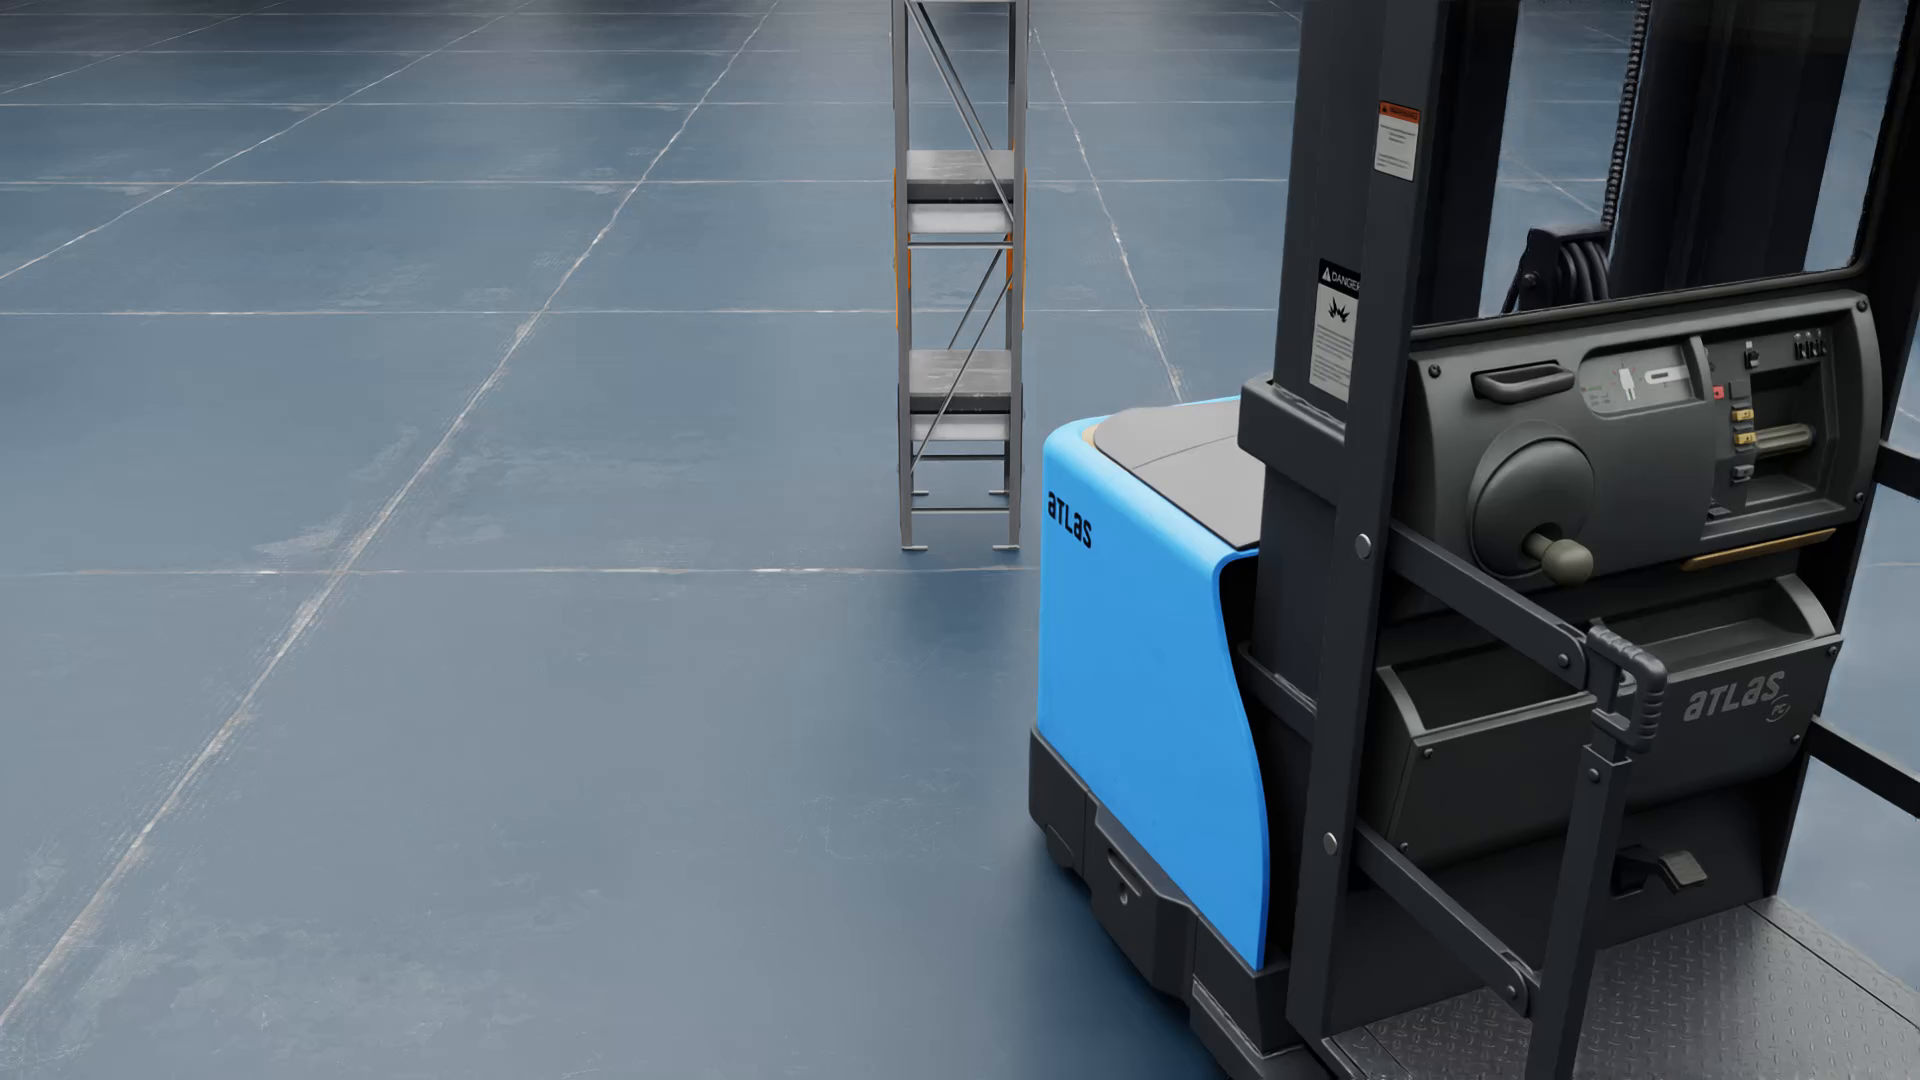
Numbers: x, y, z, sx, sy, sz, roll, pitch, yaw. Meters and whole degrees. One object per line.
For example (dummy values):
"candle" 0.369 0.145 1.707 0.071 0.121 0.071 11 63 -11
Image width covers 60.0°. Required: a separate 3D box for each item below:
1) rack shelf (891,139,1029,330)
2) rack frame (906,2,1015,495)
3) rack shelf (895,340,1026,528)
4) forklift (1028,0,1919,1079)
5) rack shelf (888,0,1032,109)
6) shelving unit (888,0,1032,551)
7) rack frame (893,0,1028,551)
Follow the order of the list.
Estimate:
"rack shelf" -0.002 -1.012 5.474 0.431 0.518 0.480 0 24 -1
"rack frame" -0.004 -1.125 5.690 0.400 2.100 0.015 0 24 -1
"rack shelf" -0.002 -0.375 5.762 0.431 0.518 0.480 0 24 -1
"forklift" 1.212 -0.139 2.500 1.130 2.935 3.031 -10 26 -21
"rack shelf" -0.002 -1.650 5.185 0.431 0.518 0.480 0 24 -1
"shelving unit" -0.002 -1.025 5.468 0.431 2.100 0.503 0 24 -1
"rack frame" 0.001 -0.924 5.246 0.400 2.100 0.015 0 24 -1
